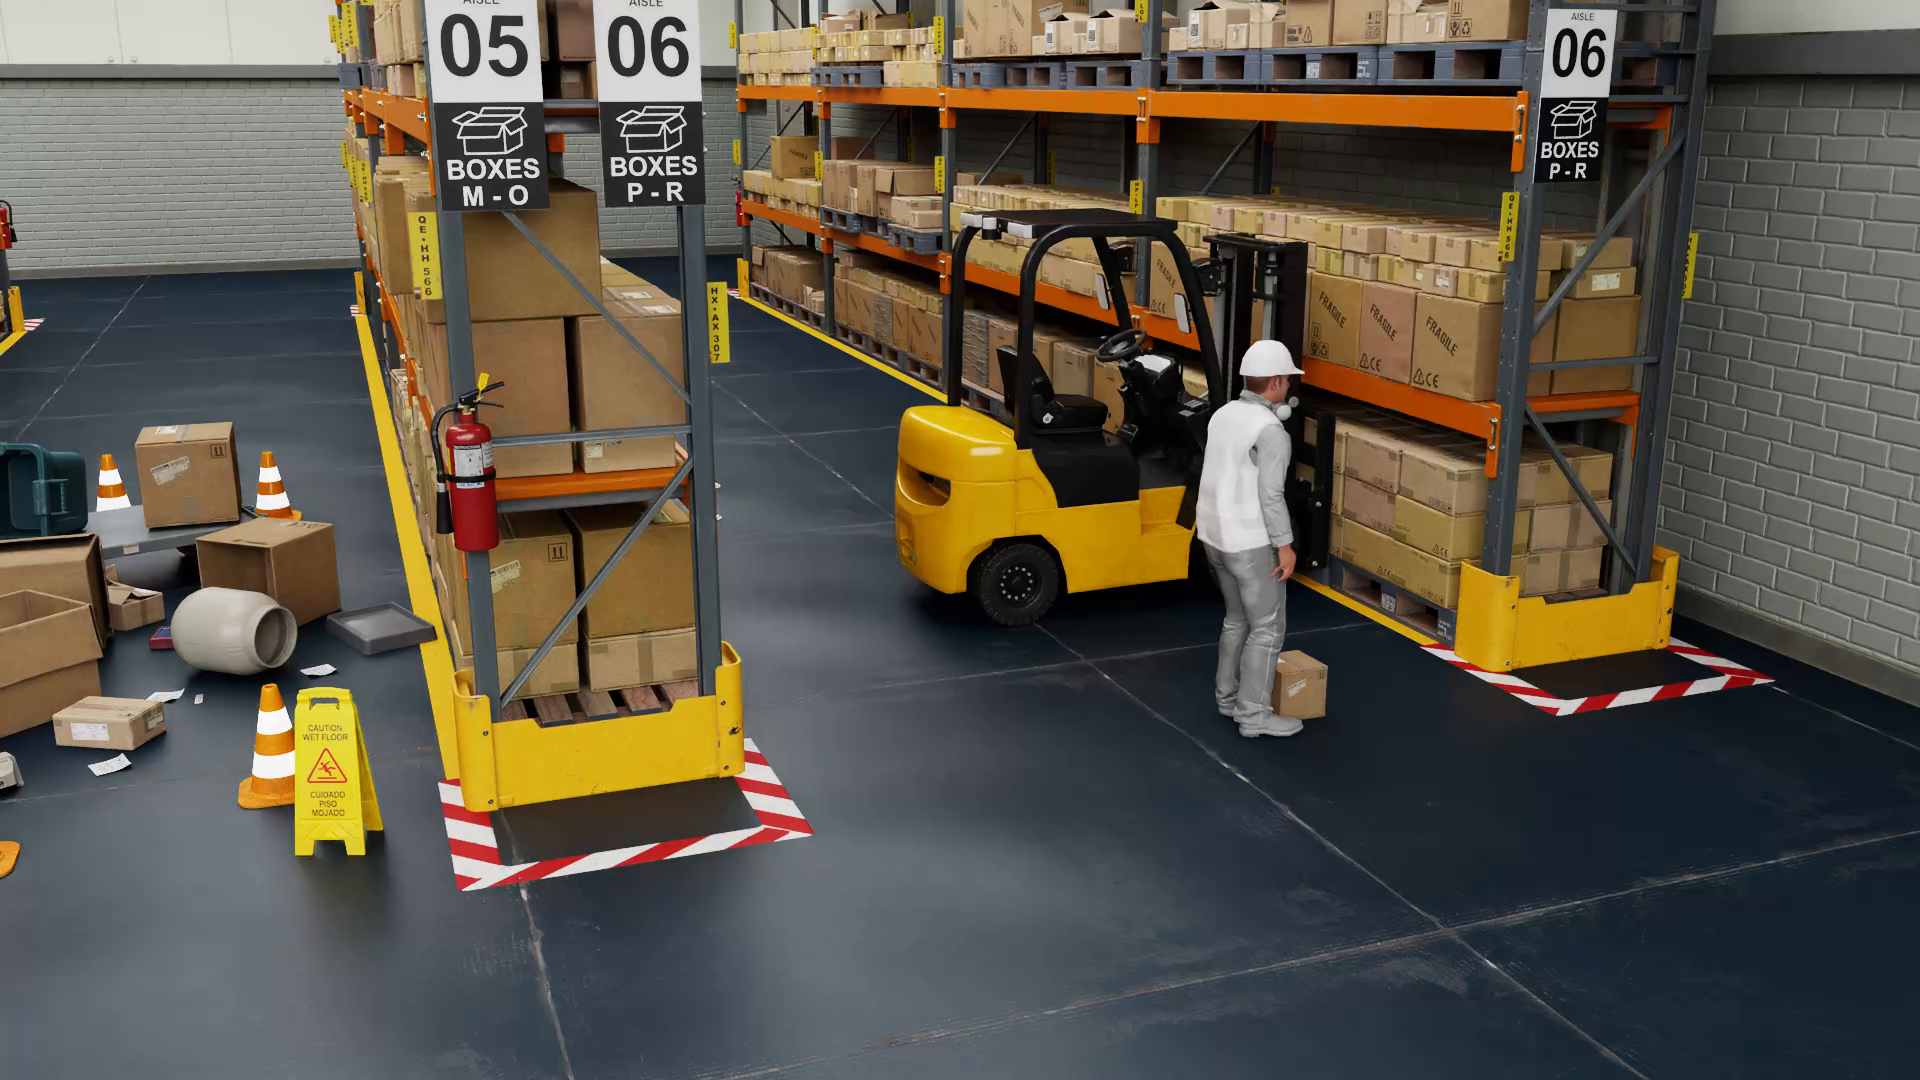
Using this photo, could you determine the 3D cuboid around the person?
[{"bbox_3d":[1.314,-0.016,7.533,0.462,1.772,0.581,-6,16,-20],"label":"person"}]
